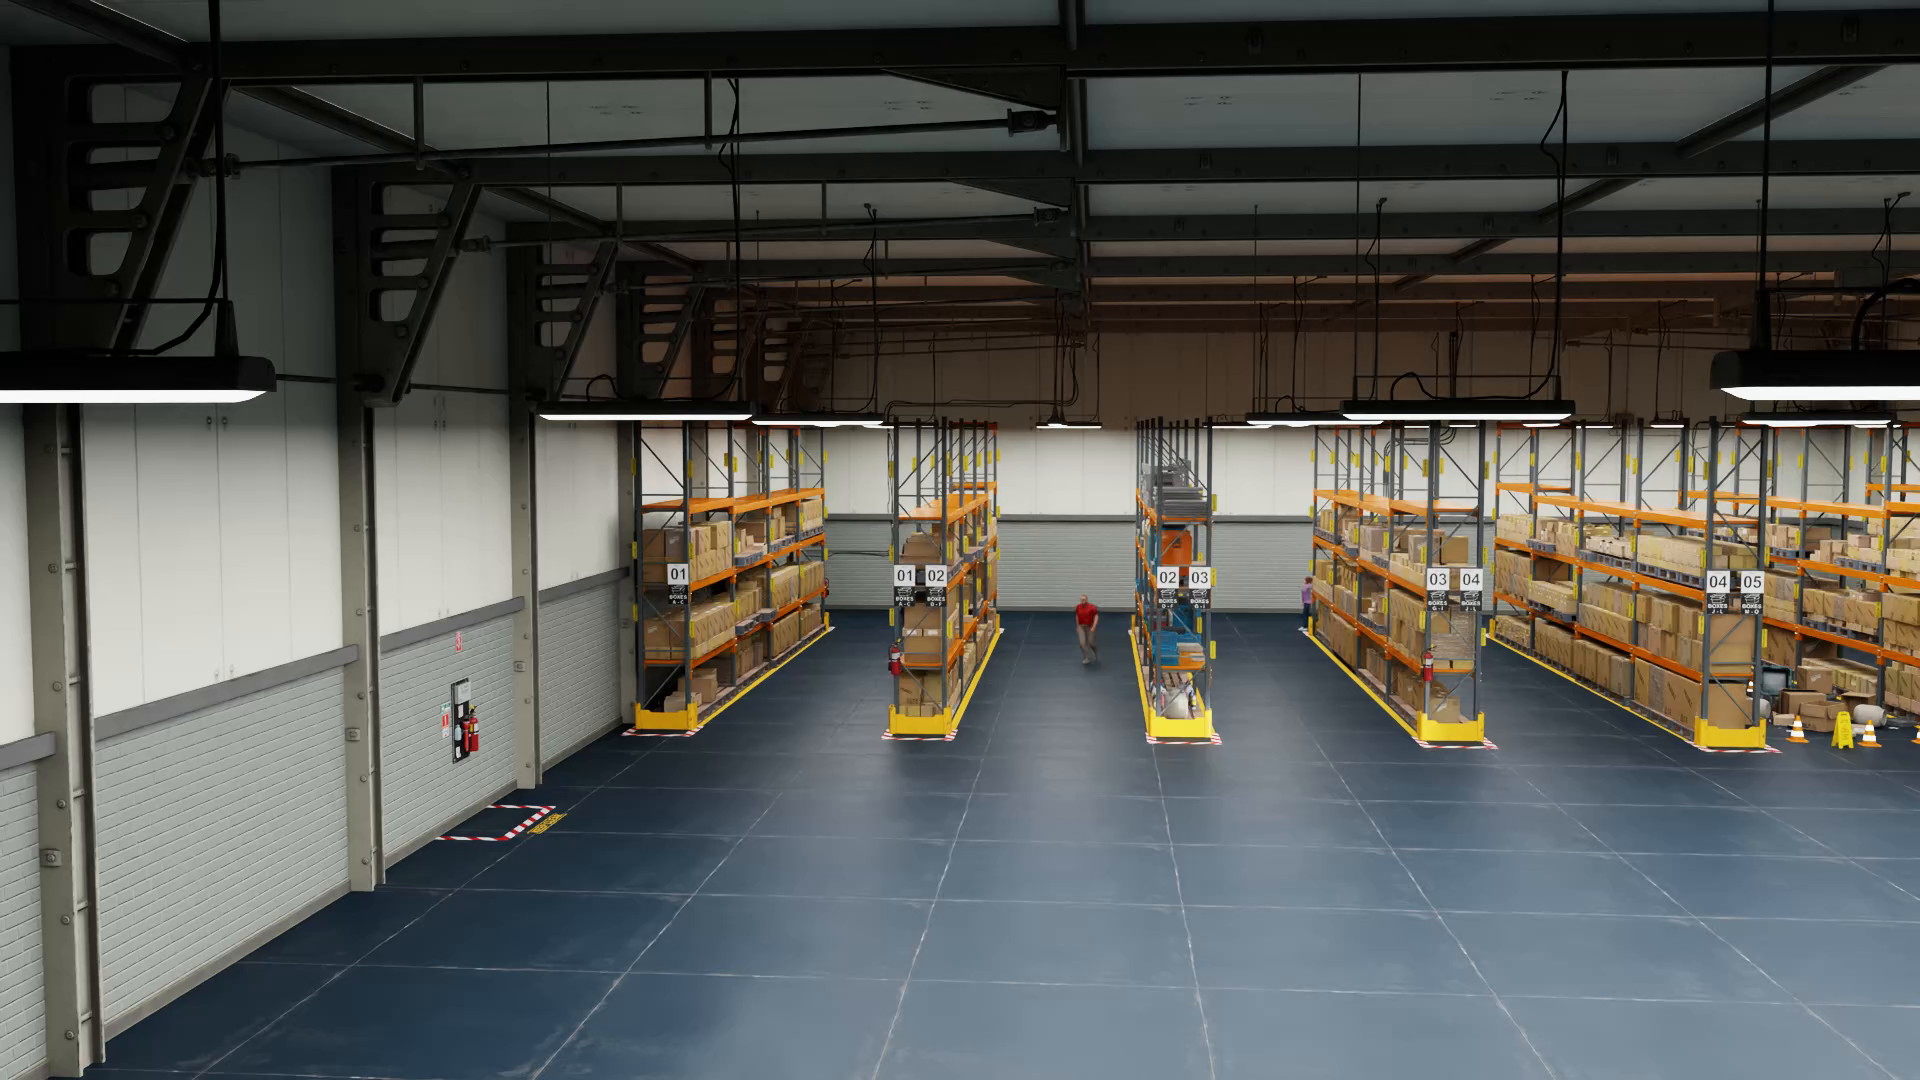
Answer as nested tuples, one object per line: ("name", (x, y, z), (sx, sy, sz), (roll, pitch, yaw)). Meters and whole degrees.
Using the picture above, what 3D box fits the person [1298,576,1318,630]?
("person", (10.052, 1.811, 47.798), (0.714, 1.572, 0.418), (-1, 4, -8))

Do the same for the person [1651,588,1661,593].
("person", (18.016, 2.106, 42.979), (0.451, 1.719, 0.568), (-1, 4, -19))

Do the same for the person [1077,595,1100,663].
("person", (3.193, 2.185, 41.301), (0.596, 1.701, 0.669), (2, 4, 26))

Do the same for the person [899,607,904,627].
("person", (-1.676, 1.724, 48.761), (0.490, 1.590, 1.001), (1, 4, 11))
